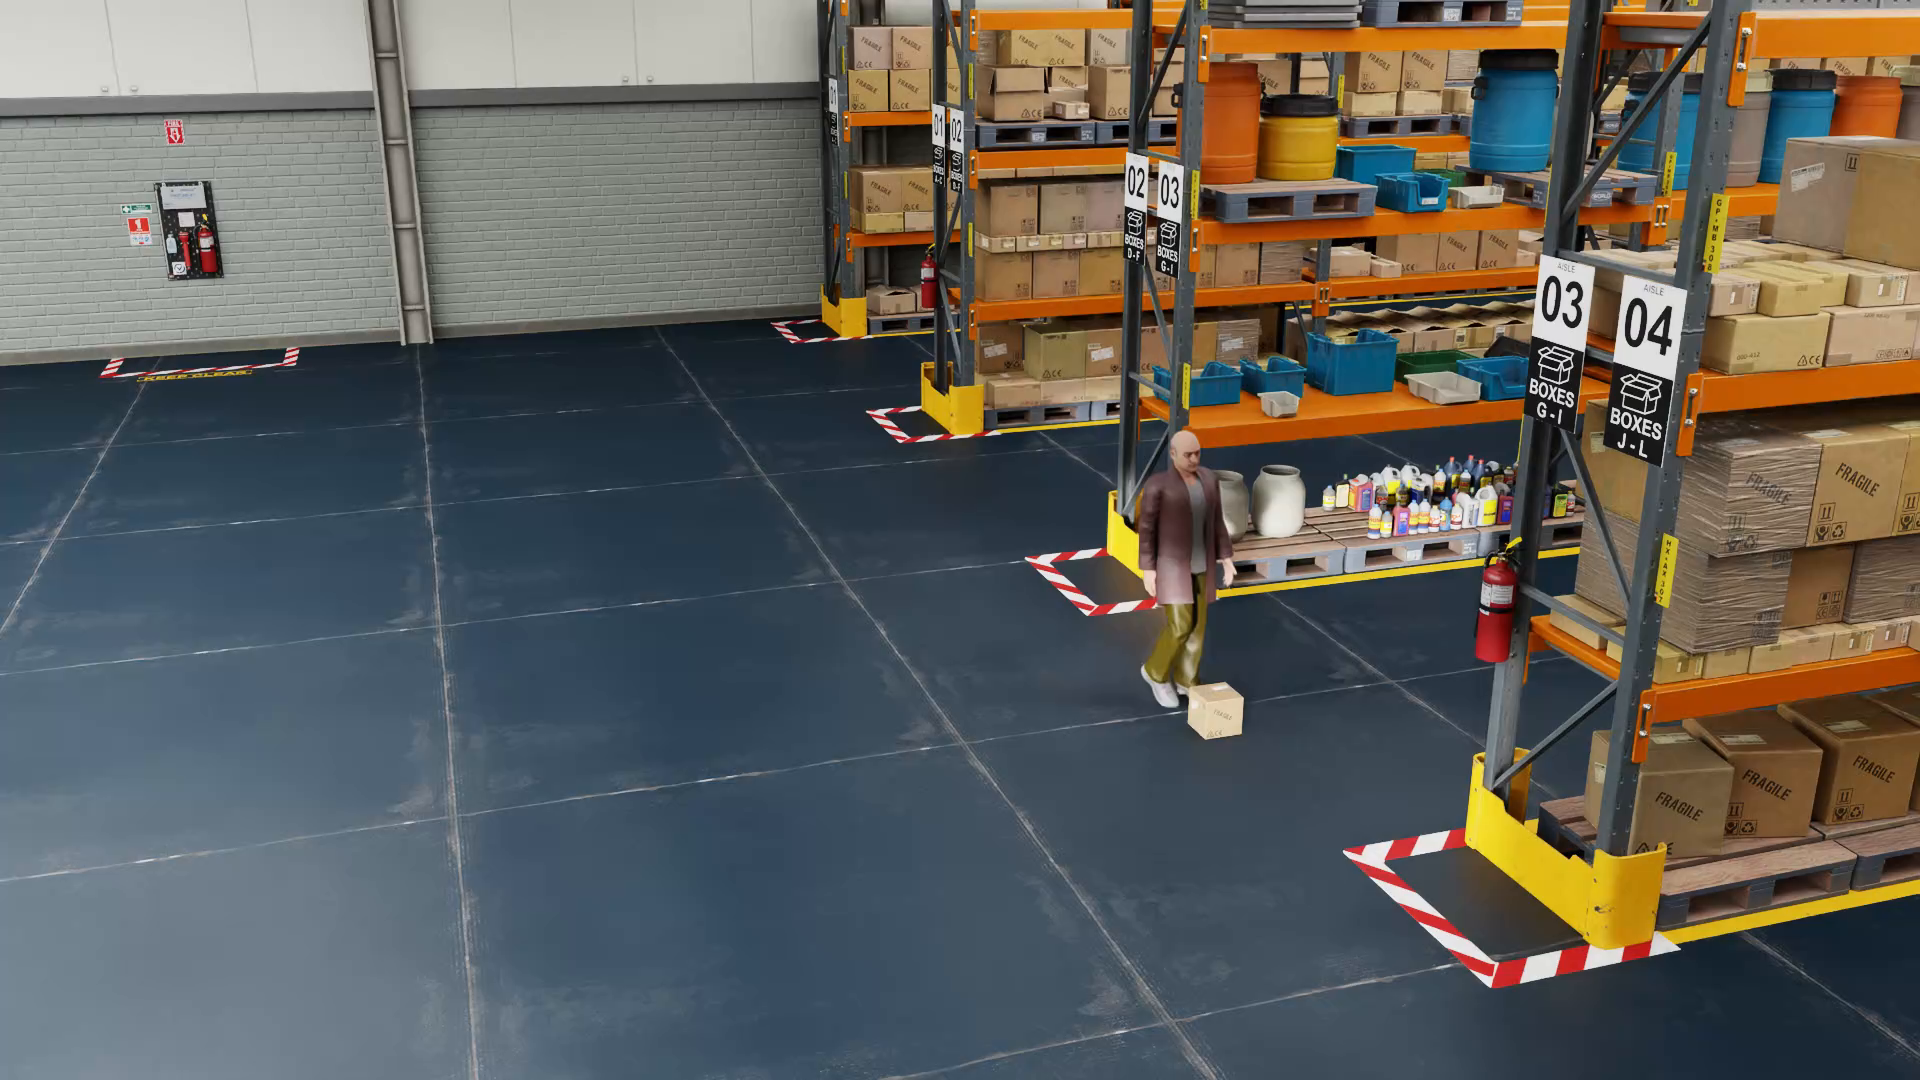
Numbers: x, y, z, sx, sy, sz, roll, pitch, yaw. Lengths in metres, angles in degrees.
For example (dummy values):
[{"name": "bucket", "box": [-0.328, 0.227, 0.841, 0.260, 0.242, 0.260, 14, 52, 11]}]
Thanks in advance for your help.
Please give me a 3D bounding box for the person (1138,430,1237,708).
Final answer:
[{"name": "person", "box": [1.475, 0.196, 10.536, 0.640, 1.812, 0.447, -11, 22, -29]}]
